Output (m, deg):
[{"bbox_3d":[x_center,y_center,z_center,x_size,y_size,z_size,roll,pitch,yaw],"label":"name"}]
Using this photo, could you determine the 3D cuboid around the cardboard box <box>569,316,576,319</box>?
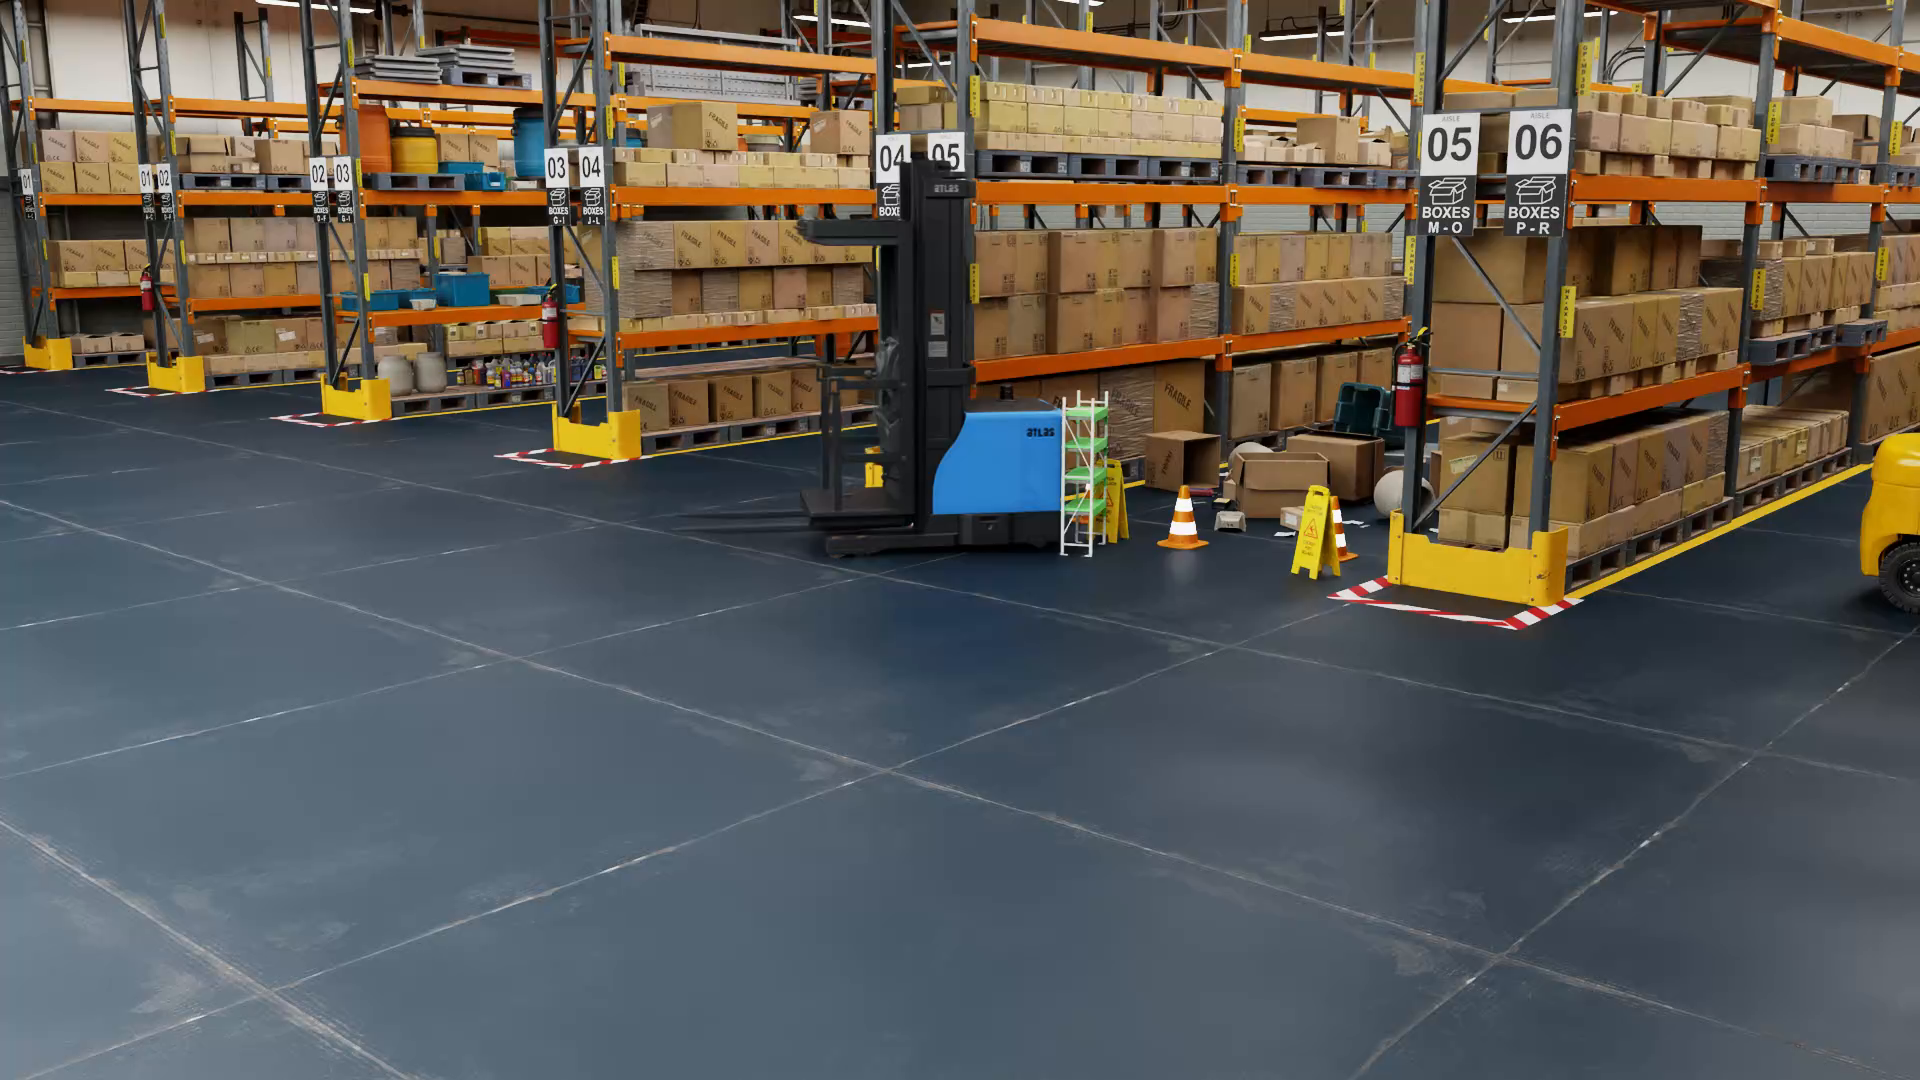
[{"bbox_3d":[-6.610,-3.799,29.089,0.500,0.311,0.500,9,15,39],"label":"cardboard box"}]

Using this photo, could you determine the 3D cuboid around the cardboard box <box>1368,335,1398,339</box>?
[{"bbox_3d":[5.567,-2.473,21.330,0.500,0.250,0.500,10,15,41],"label":"cardboard box"}]

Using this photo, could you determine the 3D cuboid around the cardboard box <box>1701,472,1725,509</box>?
[{"bbox_3d":[5.943,-0.437,13.690,0.500,0.250,0.500,11,16,43],"label":"cardboard box"}]

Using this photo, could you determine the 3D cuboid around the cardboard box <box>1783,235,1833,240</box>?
[{"bbox_3d":[8.917,-2.939,17.460,0.500,0.500,0.500,9,15,39],"label":"cardboard box"}]

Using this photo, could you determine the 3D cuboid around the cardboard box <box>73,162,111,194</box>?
[{"bbox_3d":[-14.325,-5.936,27.310,0.500,0.500,0.500,-11,16,-44],"label":"cardboard box"}]

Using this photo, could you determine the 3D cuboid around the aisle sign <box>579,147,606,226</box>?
[{"bbox_3d":[-3.768,-3.621,17.045,0.394,0.787,0.004,10,15,40],"label":"aisle sign"}]

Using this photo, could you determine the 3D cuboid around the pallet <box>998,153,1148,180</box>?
[{"bbox_3d":[0.993,-3.456,15.425,1.003,0.211,1.213,10,15,40],"label":"pallet"}]

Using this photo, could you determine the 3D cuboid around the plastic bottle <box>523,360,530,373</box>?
[{"bbox_3d":[-6.071,-2.381,23.319,0.097,0.271,0.097,0,11,0],"label":"plastic bottle"}]

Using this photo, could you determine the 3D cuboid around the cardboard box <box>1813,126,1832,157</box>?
[{"bbox_3d":[7.153,-3.414,14.296,0.500,0.250,0.500,10,15,40],"label":"cardboard box"}]

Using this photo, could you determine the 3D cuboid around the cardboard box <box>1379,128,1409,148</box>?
[{"bbox_3d":[5.386,-4.981,20.622,0.396,0.266,0.258,10,15,40],"label":"cardboard box"}]

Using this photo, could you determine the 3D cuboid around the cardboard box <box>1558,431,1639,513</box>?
[{"bbox_3d":[4.589,-0.502,12.100,0.500,0.500,0.500,9,14,38],"label":"cardboard box"}]

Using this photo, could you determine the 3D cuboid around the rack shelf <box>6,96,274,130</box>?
[{"bbox_3d":[-13.795,-7.197,28.115,1.077,0.370,4.000,10,15,40],"label":"rack shelf"}]

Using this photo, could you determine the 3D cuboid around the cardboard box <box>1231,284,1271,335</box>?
[{"bbox_3d":[2.896,-2.418,17.404,0.500,0.500,0.500,10,15,41],"label":"cardboard box"}]

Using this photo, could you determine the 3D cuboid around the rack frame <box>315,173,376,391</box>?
[{"bbox_3d":[-7.673,-3.035,20.746,1.000,3.000,0.127,10,15,40],"label":"rack frame"}]

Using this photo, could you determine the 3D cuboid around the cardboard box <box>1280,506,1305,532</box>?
[{"bbox_3d":[2.839,-0.169,13.676,0.250,0.149,0.380,-4,12,-18],"label":"cardboard box"}]

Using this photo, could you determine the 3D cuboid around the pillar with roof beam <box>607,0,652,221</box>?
[{"bbox_3d":[-4.148,-8.681,33.700,9.100,9.000,0.548,10,15,40],"label":"pillar with roof beam"}]

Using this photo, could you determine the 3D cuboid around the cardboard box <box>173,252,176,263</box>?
[{"bbox_3d":[-11.283,-4.123,24.286,0.380,0.149,0.250,9,15,39],"label":"cardboard box"}]

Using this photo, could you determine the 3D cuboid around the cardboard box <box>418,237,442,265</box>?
[{"bbox_3d":[-10.486,-5.601,32.217,0.700,0.500,0.500,8,14,35],"label":"cardboard box"}]

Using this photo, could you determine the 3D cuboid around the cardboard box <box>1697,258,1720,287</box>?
[{"bbox_3d":[6.264,-2.200,14.480,0.500,0.500,0.500,9,15,39],"label":"cardboard box"}]

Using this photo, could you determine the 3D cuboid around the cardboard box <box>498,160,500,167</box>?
[{"bbox_3d":[-9.563,-7.306,33.093,0.700,0.500,0.500,8,14,36],"label":"cardboard box"}]

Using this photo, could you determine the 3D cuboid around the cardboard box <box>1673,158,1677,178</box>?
[{"bbox_3d":[5.060,-2.748,12.295,0.380,0.149,0.250,10,15,40],"label":"cardboard box"}]

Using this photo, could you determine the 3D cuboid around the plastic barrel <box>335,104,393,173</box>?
[{"bbox_3d":[-7.448,-5.010,20.809,0.600,0.830,0.708,10,15,40],"label":"plastic barrel"}]

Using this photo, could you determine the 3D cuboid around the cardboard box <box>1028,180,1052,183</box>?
[{"bbox_3d":[0.881,-4.792,22.270,0.500,0.250,0.500,10,15,40],"label":"cardboard box"}]

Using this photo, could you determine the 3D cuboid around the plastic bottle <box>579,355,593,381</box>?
[{"bbox_3d":[-5.242,-2.408,23.248,0.144,0.351,0.185,9,15,39],"label":"plastic bottle"}]

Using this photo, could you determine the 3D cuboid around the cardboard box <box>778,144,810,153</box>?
[{"bbox_3d":[-3.178,-7.528,32.776,0.700,0.500,0.500,10,15,40],"label":"cardboard box"}]

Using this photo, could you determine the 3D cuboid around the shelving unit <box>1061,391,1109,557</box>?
[{"bbox_3d":[0.954,-0.515,12.726,0.258,1.200,0.503,3,12,16],"label":"shelving unit"}]

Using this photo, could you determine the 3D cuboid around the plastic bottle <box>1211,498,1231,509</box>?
[{"bbox_3d":[2.315,-0.326,14.688,0.133,0.061,0.283,4,12,21],"label":"plastic bottle"}]

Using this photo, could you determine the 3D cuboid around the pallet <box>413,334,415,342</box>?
[{"bbox_3d":[-11.157,-3.832,31.856,1.003,0.211,1.213,10,15,40],"label":"pallet"}]

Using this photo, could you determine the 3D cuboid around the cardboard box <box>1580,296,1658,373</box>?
[{"bbox_3d":[4.687,-1.493,12.015,0.500,0.500,0.500,9,15,39],"label":"cardboard box"}]

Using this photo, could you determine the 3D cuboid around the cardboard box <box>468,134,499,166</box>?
[{"bbox_3d":[-7.956,-6.407,27.371,0.500,0.500,0.500,-10,15,-42],"label":"cardboard box"}]

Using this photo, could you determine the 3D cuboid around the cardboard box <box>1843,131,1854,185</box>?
[{"bbox_3d":[8.139,-3.672,16.022,0.700,0.500,0.500,10,15,40],"label":"cardboard box"}]

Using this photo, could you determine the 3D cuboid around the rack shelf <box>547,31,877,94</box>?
[{"bbox_3d":[-2.633,-5.276,18.496,1.077,0.370,4.000,10,15,40],"label":"rack shelf"}]

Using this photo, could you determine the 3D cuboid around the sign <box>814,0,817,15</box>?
[{"bbox_3d":[-1.733,-6.531,20.146,0.100,0.325,0.005,10,15,40],"label":"sign"}]

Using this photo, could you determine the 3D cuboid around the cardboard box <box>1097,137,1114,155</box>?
[{"bbox_3d":[1.174,-3.573,15.097,0.380,0.149,0.250,10,15,41],"label":"cardboard box"}]

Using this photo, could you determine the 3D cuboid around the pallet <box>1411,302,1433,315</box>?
[{"bbox_3d":[5.377,-2.940,20.760,1.213,0.211,1.003,10,15,40],"label":"pallet"}]

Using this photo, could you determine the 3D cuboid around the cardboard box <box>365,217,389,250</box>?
[{"bbox_3d":[-9.372,-4.809,26.061,0.700,0.500,0.500,10,15,40],"label":"cardboard box"}]

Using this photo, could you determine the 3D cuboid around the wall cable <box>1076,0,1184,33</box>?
[{"bbox_3d":[3.805,-12.832,37.902,3.097,2.526,0.112,10,15,40],"label":"wall cable"}]

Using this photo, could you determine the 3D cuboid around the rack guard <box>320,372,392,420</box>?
[{"bbox_3d":[-7.659,-1.826,21.077,1.175,0.500,0.348,10,15,40],"label":"rack guard"}]

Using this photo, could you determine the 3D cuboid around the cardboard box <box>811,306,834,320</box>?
[{"bbox_3d":[-1.697,-2.674,19.582,0.380,0.149,0.250,10,15,40],"label":"cardboard box"}]

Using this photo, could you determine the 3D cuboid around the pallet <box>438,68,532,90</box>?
[{"bbox_3d":[-6.361,-5.971,21.634,1.003,0.211,1.213,10,15,40],"label":"pallet"}]

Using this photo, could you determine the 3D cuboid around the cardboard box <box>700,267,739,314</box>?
[{"bbox_3d":[-2.967,-2.823,18.674,0.875,0.500,0.500,10,15,40],"label":"cardboard box"}]

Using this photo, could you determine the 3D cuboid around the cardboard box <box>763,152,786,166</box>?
[{"bbox_3d":[-2.176,-4.296,18.767,0.380,0.149,0.250,11,16,43],"label":"cardboard box"}]

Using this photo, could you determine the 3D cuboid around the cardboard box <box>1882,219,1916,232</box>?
[{"bbox_3d":[11.377,-3.822,20.226,0.380,0.149,0.250,9,15,39],"label":"cardboard box"}]

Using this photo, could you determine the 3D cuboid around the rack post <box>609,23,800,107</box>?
[{"bbox_3d":[-3.798,-6.964,24.591,1.013,1.000,3.121,10,15,40],"label":"rack post"}]

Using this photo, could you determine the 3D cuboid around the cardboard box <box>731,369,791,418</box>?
[{"bbox_3d":[-2.330,-1.722,19.486,0.500,0.500,0.500,8,14,35],"label":"cardboard box"}]

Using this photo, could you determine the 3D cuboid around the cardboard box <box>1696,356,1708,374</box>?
[{"bbox_3d":[5.758,-1.426,13.332,0.380,0.149,0.250,10,15,41],"label":"cardboard box"}]

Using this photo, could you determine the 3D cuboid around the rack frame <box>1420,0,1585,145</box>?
[{"bbox_3d":[3.491,-4.055,10.537,1.000,3.000,0.127,10,15,40],"label":"rack frame"}]

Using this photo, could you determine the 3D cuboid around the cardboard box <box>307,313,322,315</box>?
[{"bbox_3d":[-9.953,-3.314,26.181,0.500,0.500,0.500,10,15,40],"label":"cardboard box"}]

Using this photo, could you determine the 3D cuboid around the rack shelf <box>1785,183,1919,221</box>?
[{"bbox_3d":[10.092,-3.702,18.267,1.077,0.370,4.000,10,15,40],"label":"rack shelf"}]

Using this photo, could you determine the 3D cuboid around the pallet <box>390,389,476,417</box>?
[{"bbox_3d":[-7.118,-1.803,21.700,1.003,0.211,1.213,10,15,40],"label":"pallet"}]

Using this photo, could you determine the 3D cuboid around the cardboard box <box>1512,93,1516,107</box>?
[{"bbox_3d":[3.692,-2.973,11.383,0.380,0.149,0.250,10,15,41],"label":"cardboard box"}]

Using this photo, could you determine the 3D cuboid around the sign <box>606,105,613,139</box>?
[{"bbox_3d":[-3.545,-4.224,16.809,0.100,0.325,0.005,10,15,40],"label":"sign"}]

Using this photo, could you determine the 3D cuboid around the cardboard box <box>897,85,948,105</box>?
[{"bbox_3d":[-0.326,-3.825,14.324,0.380,0.149,0.250,10,15,41],"label":"cardboard box"}]

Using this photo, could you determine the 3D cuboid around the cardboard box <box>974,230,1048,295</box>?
[{"bbox_3d":[0.274,-2.484,14.847,0.875,0.550,0.550,10,15,40],"label":"cardboard box"}]

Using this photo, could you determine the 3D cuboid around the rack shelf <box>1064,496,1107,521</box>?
[{"bbox_3d":[0.954,-0.217,12.786,0.258,0.148,0.480,3,12,16],"label":"rack shelf"}]

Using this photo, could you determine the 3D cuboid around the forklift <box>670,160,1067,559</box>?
[{"bbox_3d":[-0.738,-1.409,12.784,3.031,2.935,1.130,-2,11,-10],"label":"forklift"}]

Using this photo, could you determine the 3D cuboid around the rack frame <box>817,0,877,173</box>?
[{"bbox_3d":[-1.312,-5.925,19.898,1.000,3.000,0.127,10,15,40],"label":"rack frame"}]
